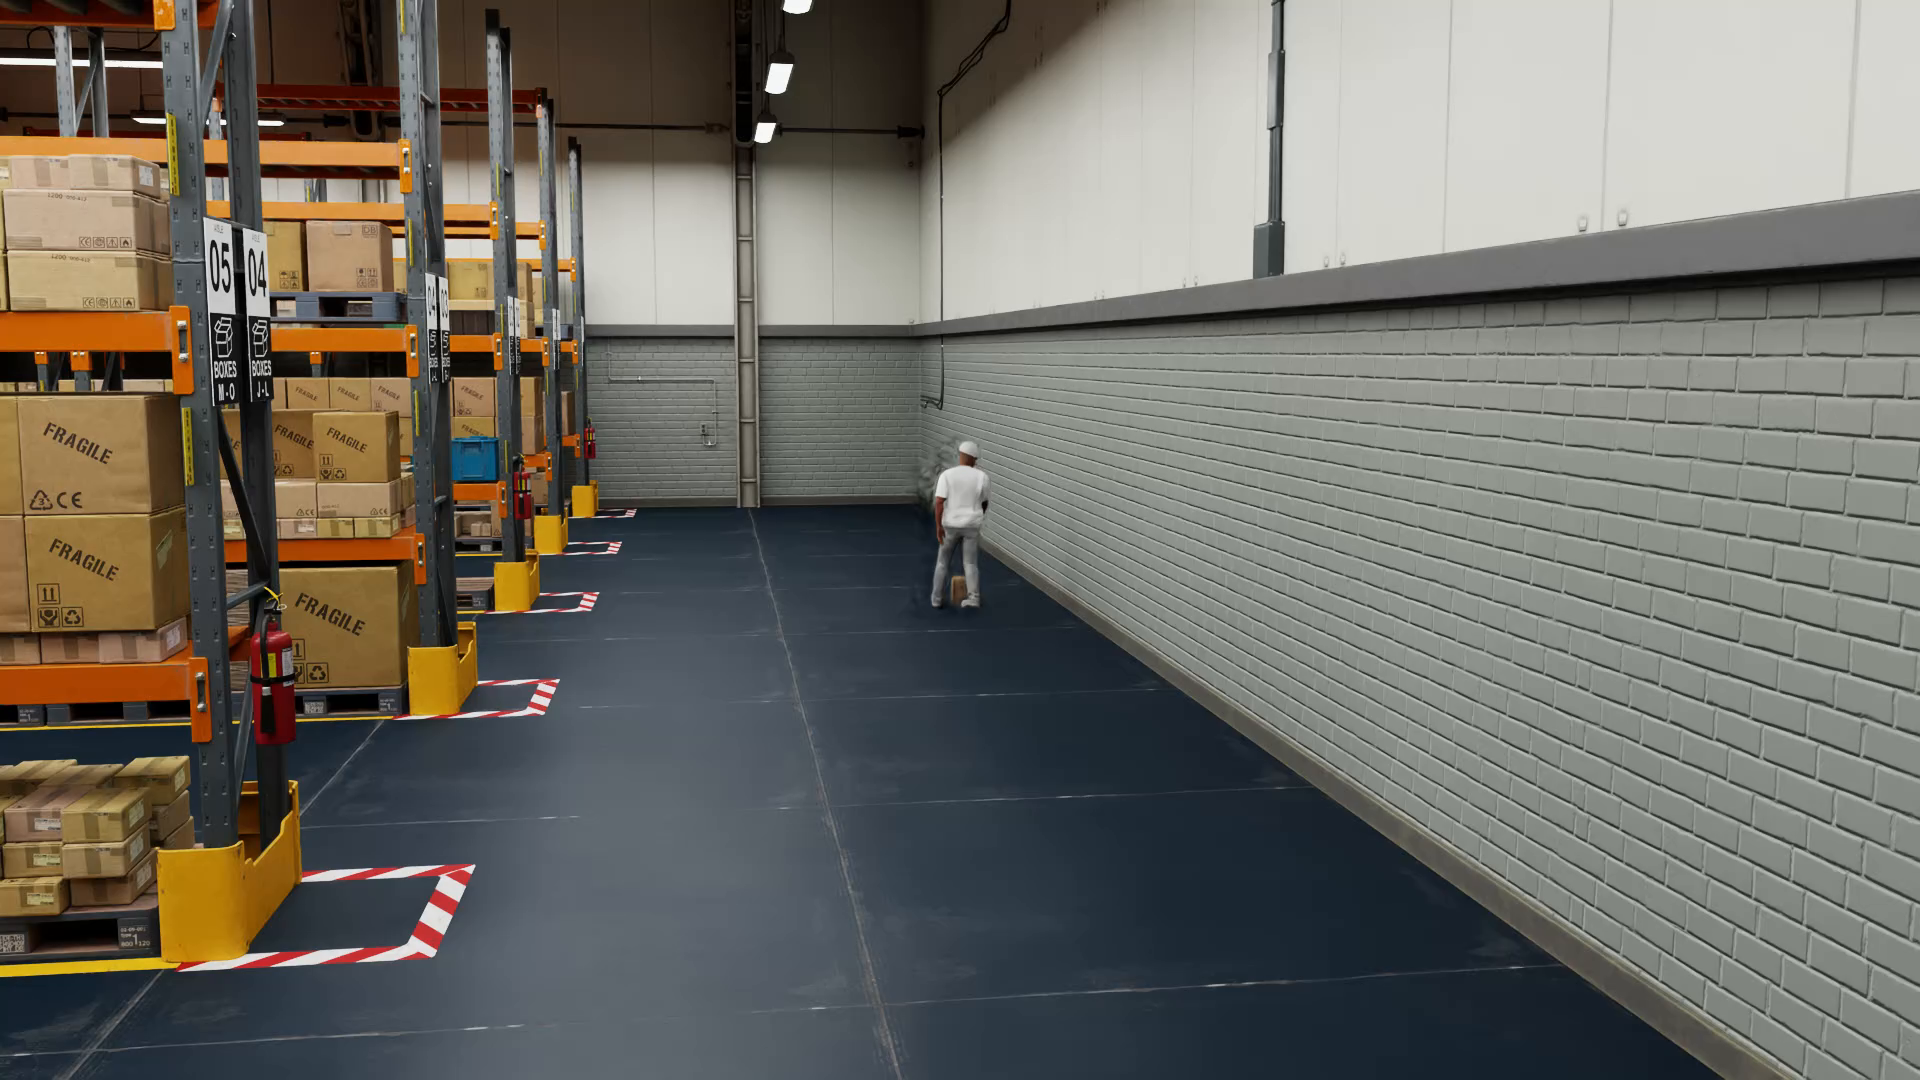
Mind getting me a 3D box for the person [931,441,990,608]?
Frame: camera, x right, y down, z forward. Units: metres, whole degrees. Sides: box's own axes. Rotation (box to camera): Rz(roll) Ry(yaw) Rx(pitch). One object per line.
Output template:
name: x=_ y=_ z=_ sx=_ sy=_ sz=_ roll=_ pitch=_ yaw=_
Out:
person: x=0.010 y=-0.147 z=16.932 sx=0.595 sy=1.721 sz=0.853 roll=0 pitch=6 yaw=-3
